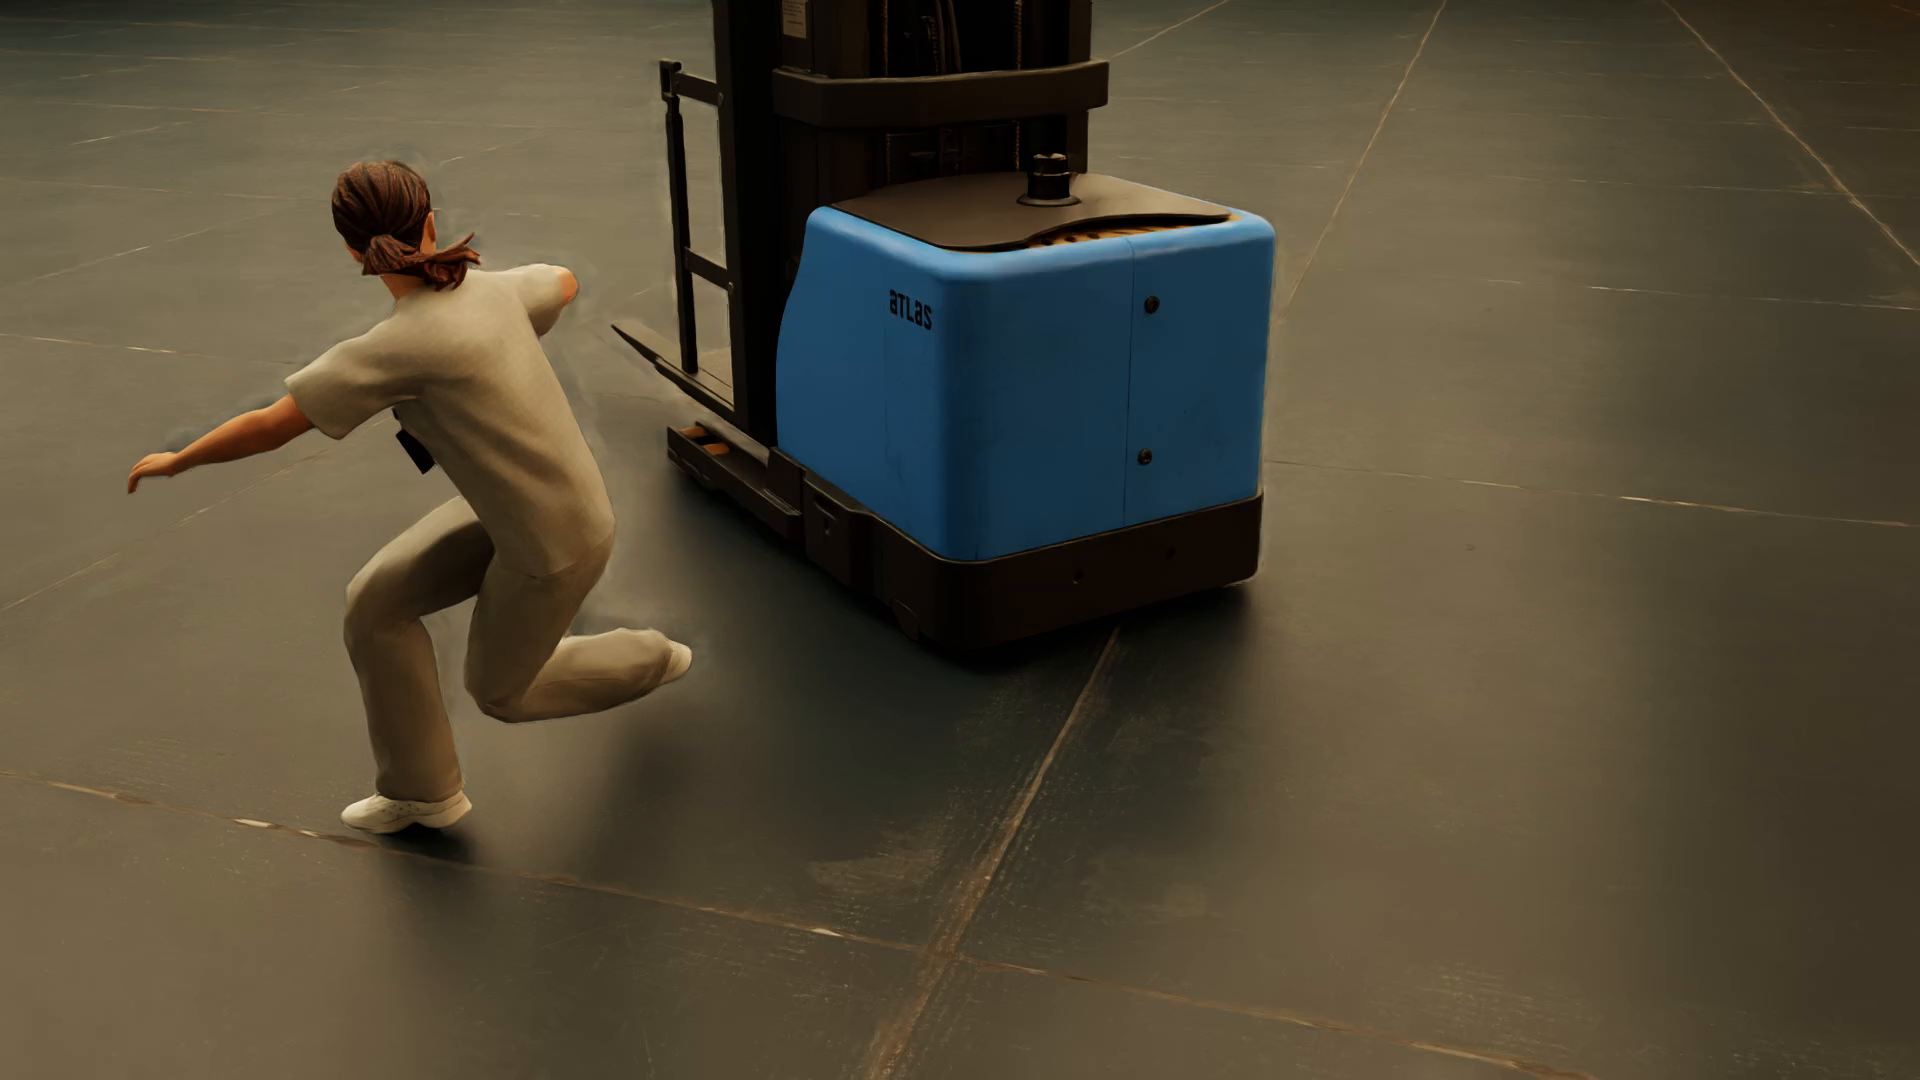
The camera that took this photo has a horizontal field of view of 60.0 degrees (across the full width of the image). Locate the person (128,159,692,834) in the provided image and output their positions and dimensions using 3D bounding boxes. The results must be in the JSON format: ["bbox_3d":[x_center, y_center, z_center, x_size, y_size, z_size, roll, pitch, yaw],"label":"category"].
[{"bbox_3d":[-1.132,-0.102,3.530,1.072,1.436,0.767,-5,23,-12],"label":"person"}]

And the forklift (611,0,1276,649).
[{"bbox_3d":[-0.337,-1.592,5.135,1.130,2.935,3.031,-13,26,-28],"label":"forklift"}]
